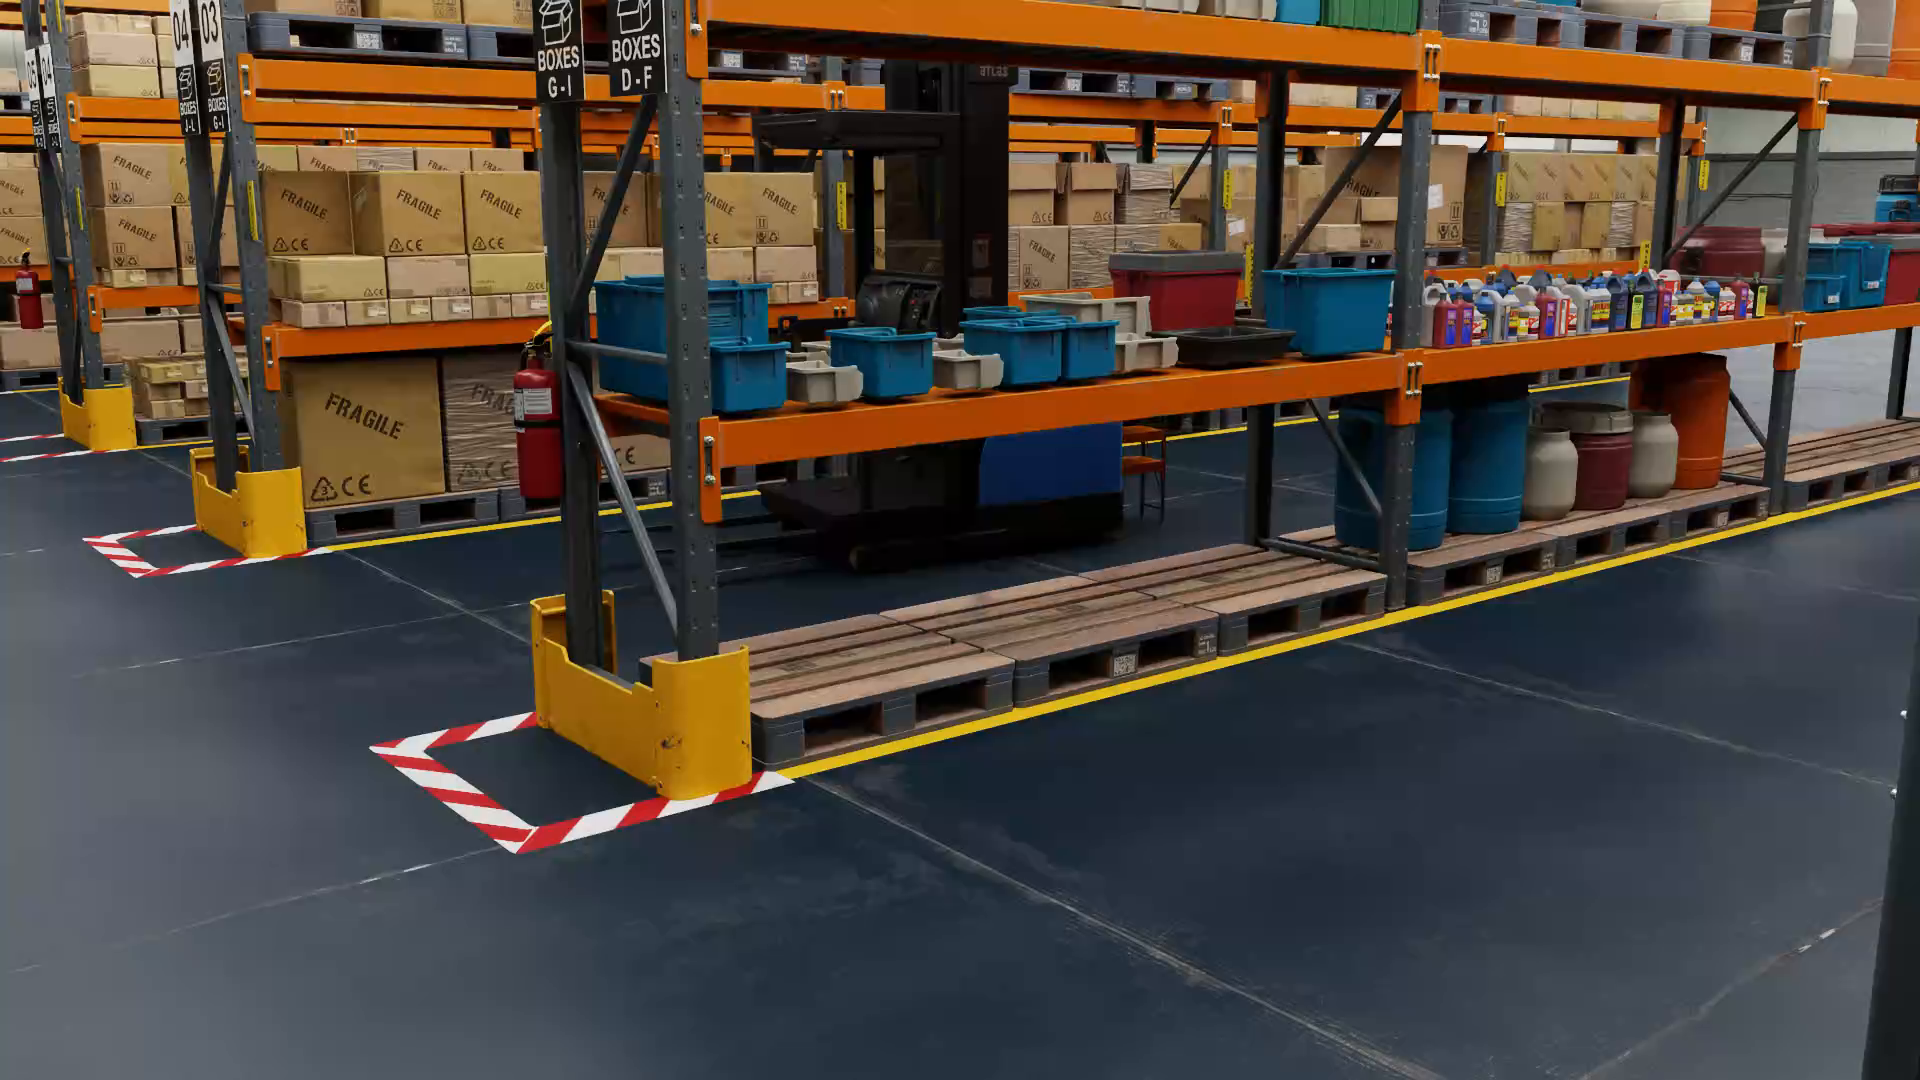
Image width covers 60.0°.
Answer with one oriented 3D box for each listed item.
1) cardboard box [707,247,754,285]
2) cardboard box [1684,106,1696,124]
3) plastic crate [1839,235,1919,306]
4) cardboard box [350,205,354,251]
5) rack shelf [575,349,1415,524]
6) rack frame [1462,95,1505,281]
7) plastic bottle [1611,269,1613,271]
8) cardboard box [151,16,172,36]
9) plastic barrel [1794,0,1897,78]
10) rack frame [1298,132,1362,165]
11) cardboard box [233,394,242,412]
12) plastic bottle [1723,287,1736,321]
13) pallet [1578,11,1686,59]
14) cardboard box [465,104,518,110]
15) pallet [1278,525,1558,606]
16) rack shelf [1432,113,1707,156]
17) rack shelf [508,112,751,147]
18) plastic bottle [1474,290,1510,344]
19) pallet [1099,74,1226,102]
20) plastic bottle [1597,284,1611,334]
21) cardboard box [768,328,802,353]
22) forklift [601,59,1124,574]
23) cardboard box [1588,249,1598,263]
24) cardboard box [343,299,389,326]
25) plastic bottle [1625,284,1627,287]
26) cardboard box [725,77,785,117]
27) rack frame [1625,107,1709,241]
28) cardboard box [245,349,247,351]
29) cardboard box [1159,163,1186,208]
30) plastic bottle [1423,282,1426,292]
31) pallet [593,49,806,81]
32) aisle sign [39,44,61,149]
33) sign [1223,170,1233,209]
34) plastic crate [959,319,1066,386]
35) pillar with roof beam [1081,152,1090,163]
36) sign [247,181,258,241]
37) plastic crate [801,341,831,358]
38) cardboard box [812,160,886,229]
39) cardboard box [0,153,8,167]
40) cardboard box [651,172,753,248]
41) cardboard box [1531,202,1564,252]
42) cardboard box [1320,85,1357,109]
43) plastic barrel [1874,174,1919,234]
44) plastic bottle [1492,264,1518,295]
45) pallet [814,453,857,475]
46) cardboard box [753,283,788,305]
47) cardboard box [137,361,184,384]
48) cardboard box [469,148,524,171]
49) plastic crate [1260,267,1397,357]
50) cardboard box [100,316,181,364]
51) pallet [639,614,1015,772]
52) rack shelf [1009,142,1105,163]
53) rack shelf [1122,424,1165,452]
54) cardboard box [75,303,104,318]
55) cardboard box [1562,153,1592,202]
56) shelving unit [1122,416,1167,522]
[{"bbox_3d":[-1.769,-1.897,11.487,0.500,0.250,0.500,-9,15,-36],"label":"cardboard box"},{"bbox_3d":[7.967,-4.840,18.839,0.500,0.250,0.500,-9,15,-36],"label":"cardboard box"},{"bbox_3d":[6.485,-1.900,11.699,0.583,0.464,0.402,-9,15,-38],"label":"plastic crate"},{"bbox_3d":[-5.619,-2.701,14.671,0.500,0.500,0.500,-10,16,-39],"label":"cardboard box"},{"bbox_3d":[0.347,-0.578,7.360,4.000,0.370,1.077,-9,15,-38],"label":"rack shelf"},{"bbox_3d":[5.061,-3.031,17.179,0.127,3.000,1.000,-9,15,-38],"label":"rack frame"},{"bbox_3d":[4.207,-1.612,10.780,0.133,0.283,0.061,-9,15,-38],"label":"plastic bottle"},{"bbox_3d":[-6.466,-4.183,13.583,0.250,0.149,0.380,-9,15,-38],"label":"cardboard box"},{"bbox_3d":[5.809,-3.492,10.924,0.600,0.901,0.600,0,12,0],"label":"plastic barrel"},{"bbox_3d":[5.165,-4.367,23.474,0.127,3.000,1.000,-9,15,-38],"label":"rack frame"},{"bbox_3d":[-6.377,-1.199,14.404,0.250,0.149,0.380,-9,15,-37],"label":"cardboard box"},{"bbox_3d":[4.701,-1.447,10.202,0.097,0.201,0.097,0,12,0],"label":"plastic bottle"},{"bbox_3d":[3.343,-2.829,9.464,1.213,0.211,1.003,-9,15,-38],"label":"pallet"},{"bbox_3d":[-4.420,-4.096,15.339,0.500,0.250,0.500,-9,15,-36],"label":"cardboard box"},{"bbox_3d":[2.537,0.082,9.237,1.213,0.211,1.003,-9,15,-38],"label":"pallet"},{"bbox_3d":[6.623,-4.405,18.165,4.000,0.370,1.077,-9,15,-38],"label":"rack shelf"},{"bbox_3d":[-2.643,-4.185,17.126,4.000,0.370,1.077,-9,15,-38],"label":"rack shelf"},{"bbox_3d":[2.794,-1.174,8.736,0.135,0.276,0.152,-9,15,-38],"label":"plastic bottle"},{"bbox_3d":[1.468,-3.794,14.009,1.003,0.211,1.213,-9,15,-35],"label":"pallet"},{"bbox_3d":[3.596,-1.298,9.330,0.097,0.271,0.097,0,12,0],"label":"plastic bottle"},{"bbox_3d":[-1.751,-1.086,12.125,0.875,0.875,0.875,-9,15,-38],"label":"cardboard box"},{"bbox_3d":[-0.538,-1.368,9.517,3.031,2.935,1.130,-7,14,-30],"label":"forklift"},{"bbox_3d":[6.747,-3.123,18.221,0.250,0.149,0.380,-9,15,-38],"label":"cardboard box"},{"bbox_3d":[-3.626,-1.377,9.995,0.250,0.149,0.380,-10,15,-38],"label":"cardboard box"},{"bbox_3d":[4.223,-1.529,10.588,0.097,0.201,0.097,0,12,0],"label":"plastic bottle"},{"bbox_3d":[-2.144,-4.599,17.102,0.500,0.500,0.500,-9,15,-38],"label":"cardboard box"},{"bbox_3d":[8.185,-3.550,19.624,0.127,3.000,1.000,-9,15,-38],"label":"rack frame"},{"bbox_3d":[-6.302,-1.647,15.086,0.250,0.149,0.380,-9,15,-36],"label":"cardboard box"},{"bbox_3d":[2.351,-4.492,21.101,0.550,0.550,0.875,-9,15,-38],"label":"cardboard box"},{"bbox_3d":[2.512,-1.314,9.214,0.185,0.351,0.144,-9,15,-38],"label":"plastic bottle"},{"bbox_3d":[-1.831,-3.312,11.496,1.213,0.211,1.003,-9,15,-38],"label":"pallet"},{"bbox_3d":[-7.198,-3.505,13.153,0.004,0.787,0.394,-9,15,-38],"label":"aisle sign"},{"bbox_3d":[2.287,-2.988,14.193,0.005,0.325,0.100,-9,15,-38],"label":"sign"},{"bbox_3d":[0.212,-0.767,6.778,0.300,0.233,0.416,-9,15,-38],"label":"plastic crate"},{"bbox_3d":[5.158,-9.032,31.000,0.400,9.000,9.100,-9,15,-38],"label":"pillar with roof beam"},{"bbox_3d":[-3.967,-1.845,9.320,0.005,0.325,0.100,-9,15,-38],"label":"sign"},{"bbox_3d":[-0.456,-0.741,6.887,0.243,0.136,0.396,-9,15,-38],"label":"plastic crate"},{"bbox_3d":[-0.692,-2.616,12.573,0.637,0.503,0.797,-10,16,-39],"label":"cardboard box"},{"bbox_3d":[-10.050,-3.937,17.240,0.250,0.149,0.380,-9,15,-36],"label":"cardboard box"},{"bbox_3d":[-1.771,-2.264,11.409,0.500,0.500,0.500,-9,15,-37],"label":"cardboard box"},{"bbox_3d":[5.864,-3.332,17.644,0.500,0.500,0.875,-9,15,-38],"label":"cardboard box"},{"bbox_3d":[3.260,-4.060,15.167,0.500,0.250,0.500,-9,15,-36],"label":"cardboard box"},{"bbox_3d":[7.665,-2.471,13.339,0.708,0.901,0.600,-9,15,-38],"label":"plastic barrel"},{"bbox_3d":[3.282,-1.480,9.997,0.185,0.351,0.144,-9,15,-38],"label":"plastic bottle"},{"bbox_3d":[-0.630,-0.741,13.109,1.213,0.211,1.003,-9,15,-38],"label":"pallet"},{"bbox_3d":[-1.420,-1.743,11.722,0.250,0.149,0.380,-9,15,-37],"label":"cardboard box"},{"bbox_3d":[-6.707,-1.406,13.948,0.250,0.149,0.380,-10,16,-40],"label":"cardboard box"},{"bbox_3d":[-4.403,-3.389,15.502,0.500,0.500,0.500,-10,16,-40],"label":"cardboard box"},{"bbox_3d":[1.757,-1.095,7.957,0.575,0.384,0.392,-9,15,-38],"label":"plastic crate"},{"bbox_3d":[-9.338,-2.255,18.684,0.875,0.438,0.875,-9,15,-36],"label":"cardboard box"},{"bbox_3d":[-0.547,0.593,6.827,1.213,0.211,1.003,-9,15,-38],"label":"pallet"},{"bbox_3d":[0.432,-6.013,25.734,4.000,0.370,1.077,-9,15,-38],"label":"rack shelf"},{"bbox_3d":[1.032,-0.632,10.539,0.480,0.148,0.258,-7,14,-30],"label":"rack shelf"},{"bbox_3d":[-11.900,-3.089,22.462,0.500,0.500,0.500,-9,15,-37],"label":"cardboard box"},{"bbox_3d":[6.352,-3.861,17.727,0.500,0.500,0.500,-9,15,-38],"label":"cardboard box"},{"bbox_3d":[1.032,-0.698,10.525,0.503,1.200,0.258,-7,14,-30],"label":"shelving unit"}]
